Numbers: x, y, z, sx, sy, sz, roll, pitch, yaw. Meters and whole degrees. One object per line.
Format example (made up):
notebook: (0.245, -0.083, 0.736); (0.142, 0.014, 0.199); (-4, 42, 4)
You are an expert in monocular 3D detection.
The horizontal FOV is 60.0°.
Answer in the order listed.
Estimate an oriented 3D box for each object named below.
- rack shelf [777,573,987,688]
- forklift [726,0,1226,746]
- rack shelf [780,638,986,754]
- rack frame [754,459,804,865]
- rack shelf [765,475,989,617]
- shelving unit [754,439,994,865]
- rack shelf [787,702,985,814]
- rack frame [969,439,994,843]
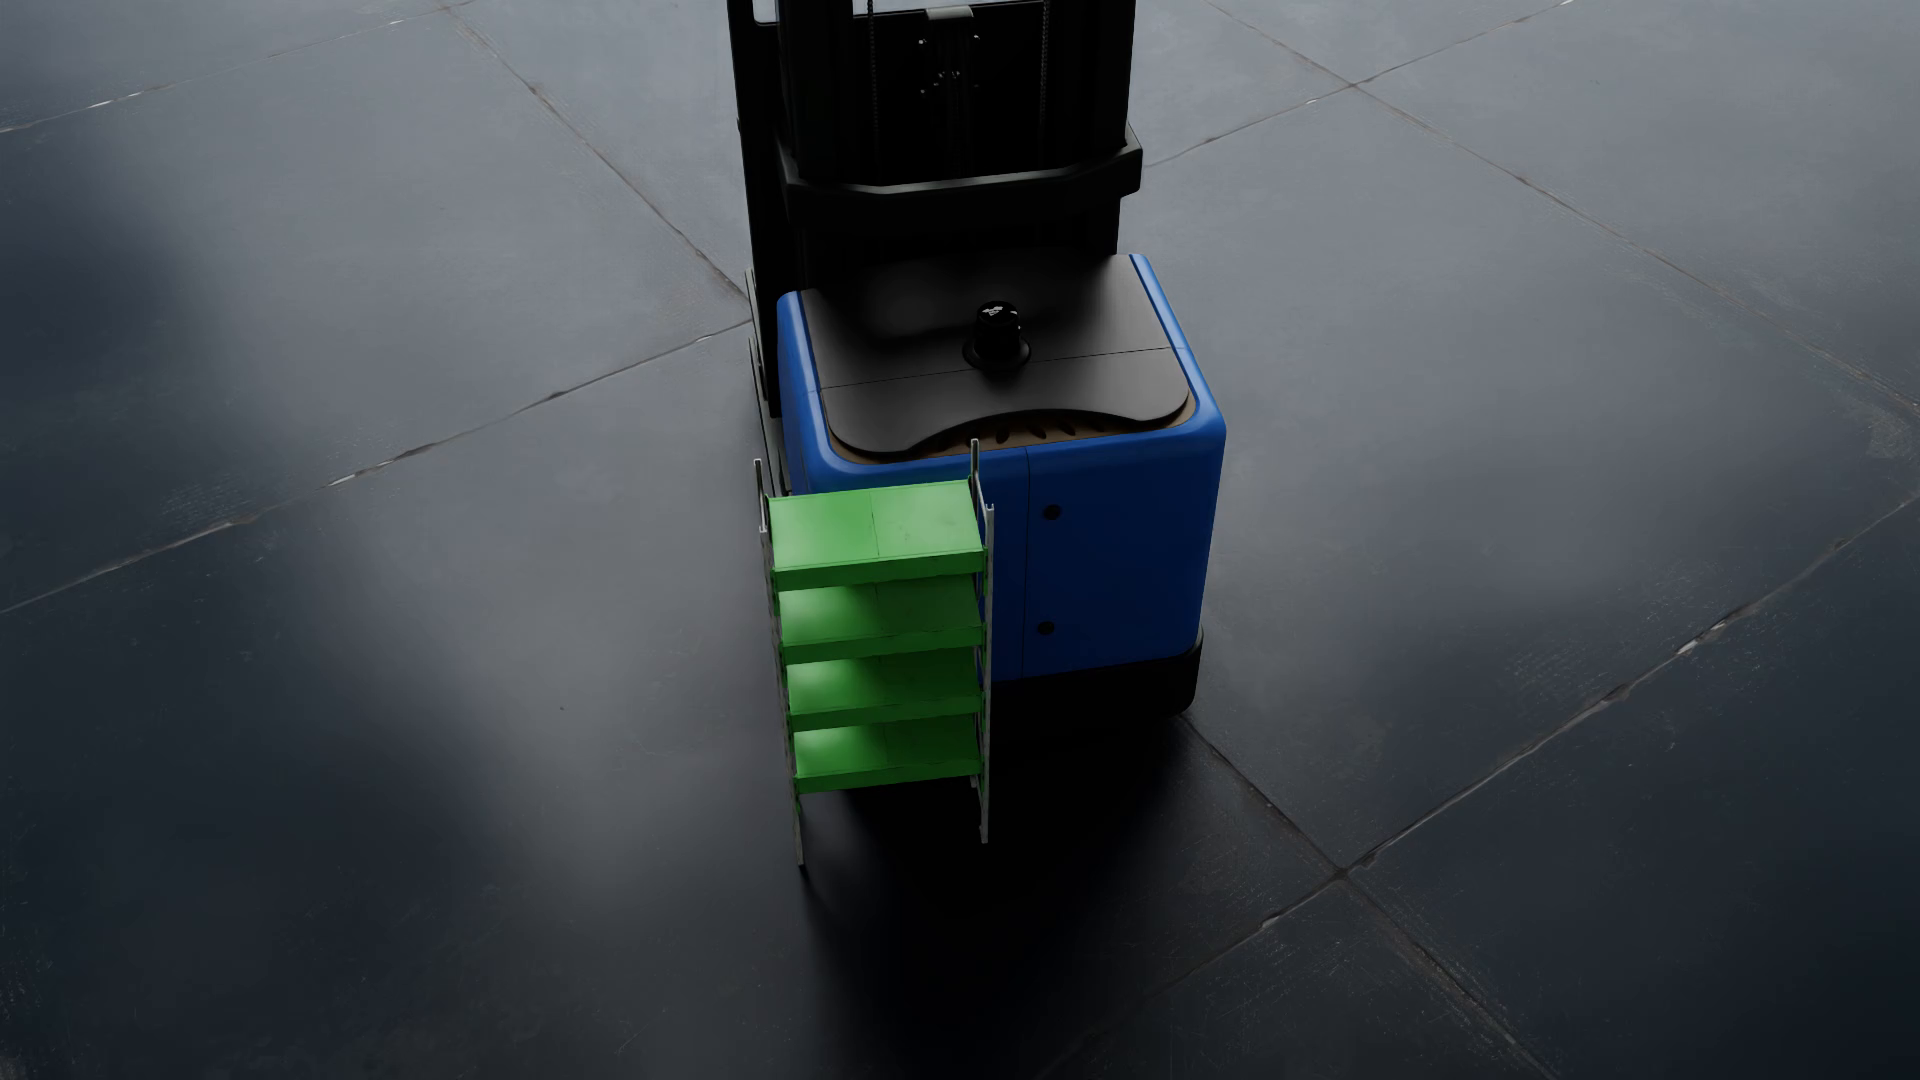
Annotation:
rack shelf: (-0.192, 0.184, 3.933); (0.480, 0.148, 0.258); (-6, 44, -6)
forklift: (-0.118, -1.486, 4.684); (1.130, 2.935, 3.031); (-8, 44, -8)
rack shelf: (-0.192, 0.358, 4.099); (0.480, 0.148, 0.258); (-6, 44, -6)
rack frame: (-0.434, 0.336, 4.030); (0.015, 1.200, 0.240); (-6, 44, -6)
rack shelf: (-0.192, 0.011, 3.767); (0.480, 0.148, 0.258); (-6, 44, -6)
shelving unit: (-0.192, 0.312, 4.055); (0.503, 1.200, 0.258); (-6, 44, -6)
rack shelf: (-0.192, 0.532, 4.264); (0.480, 0.148, 0.258); (-6, 44, -6)
rack frame: (0.049, 0.288, 4.080); (0.015, 1.200, 0.240); (-6, 44, -6)
